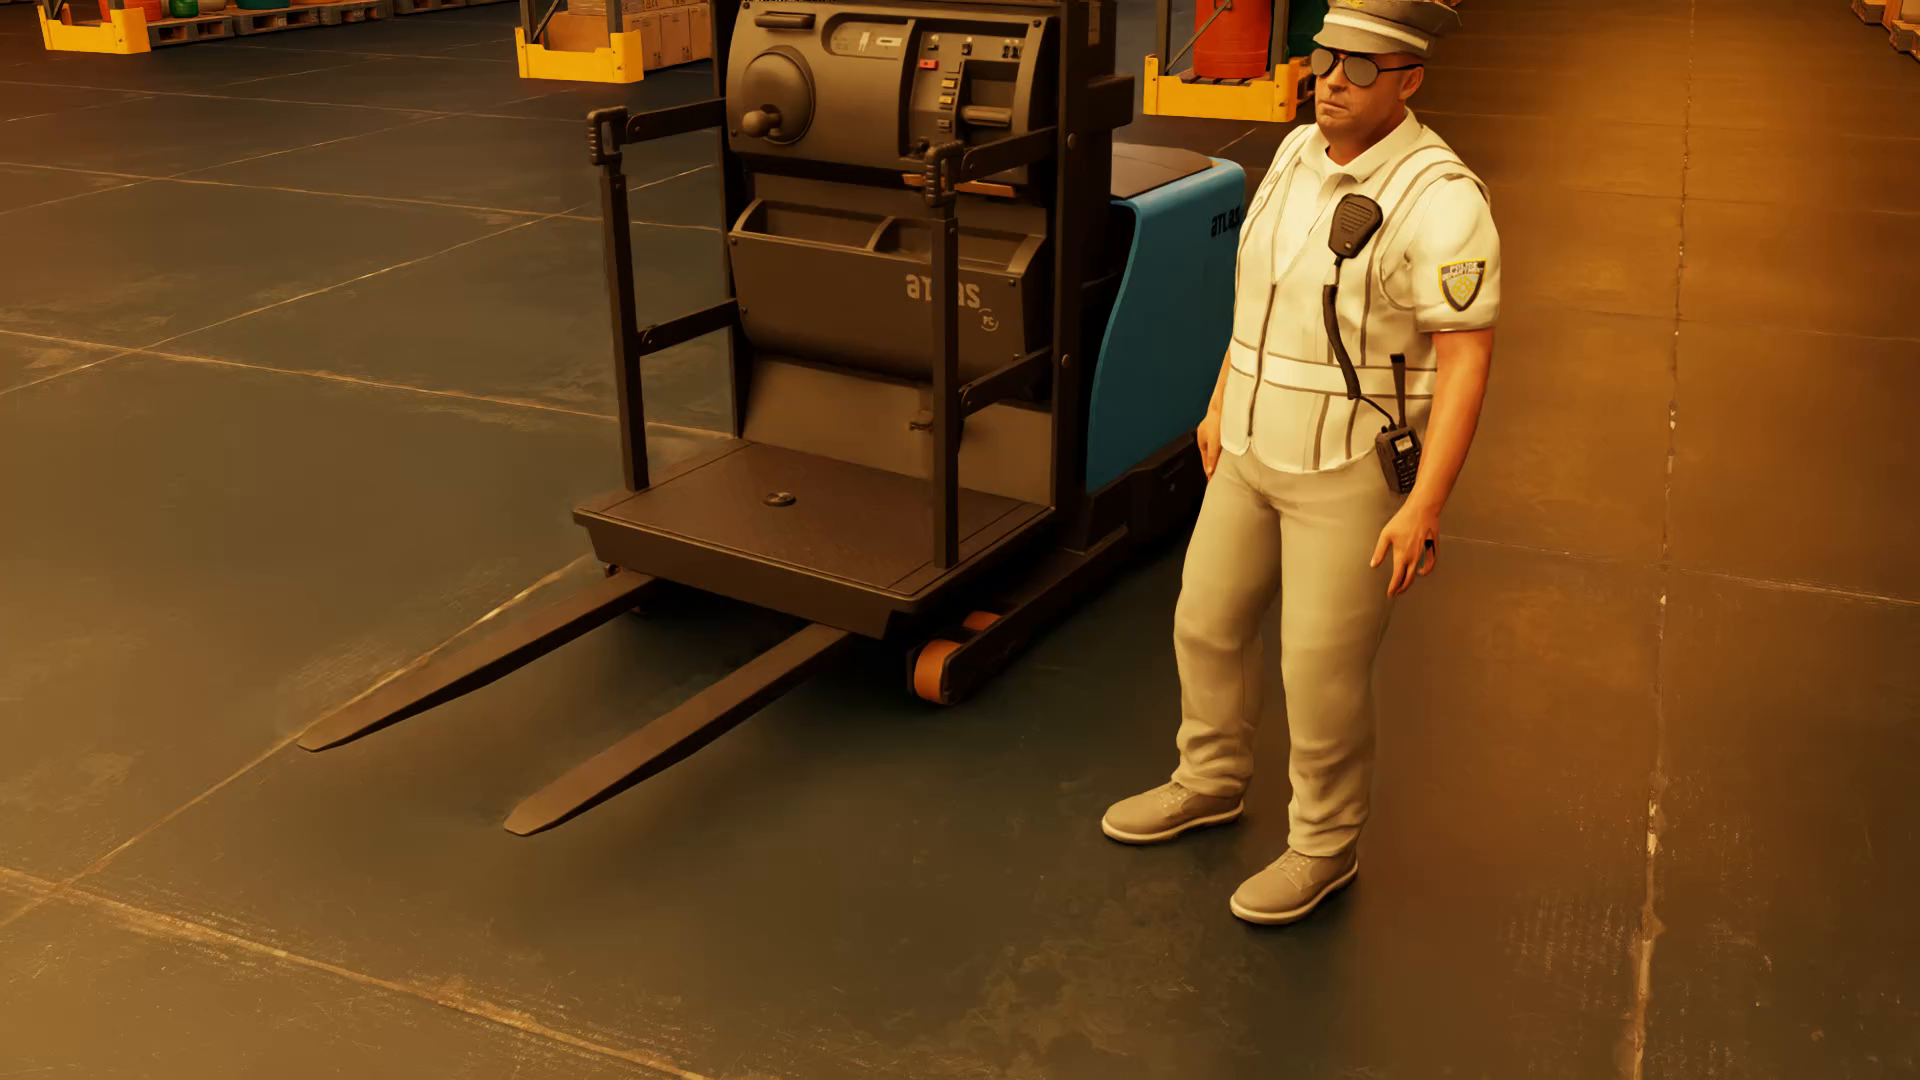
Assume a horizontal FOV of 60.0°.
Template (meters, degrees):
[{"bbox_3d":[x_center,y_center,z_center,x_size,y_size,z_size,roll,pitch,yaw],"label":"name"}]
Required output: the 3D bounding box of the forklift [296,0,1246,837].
[{"bbox_3d":[-0.314,-1.147,4.036,1.130,2.935,3.031,14,26,29],"label":"forklift"}]

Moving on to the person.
[{"bbox_3d":[-4.311,-11.173,20.154,12.621,9.000,39.941,-13,26,-28],"label":"person"}]
